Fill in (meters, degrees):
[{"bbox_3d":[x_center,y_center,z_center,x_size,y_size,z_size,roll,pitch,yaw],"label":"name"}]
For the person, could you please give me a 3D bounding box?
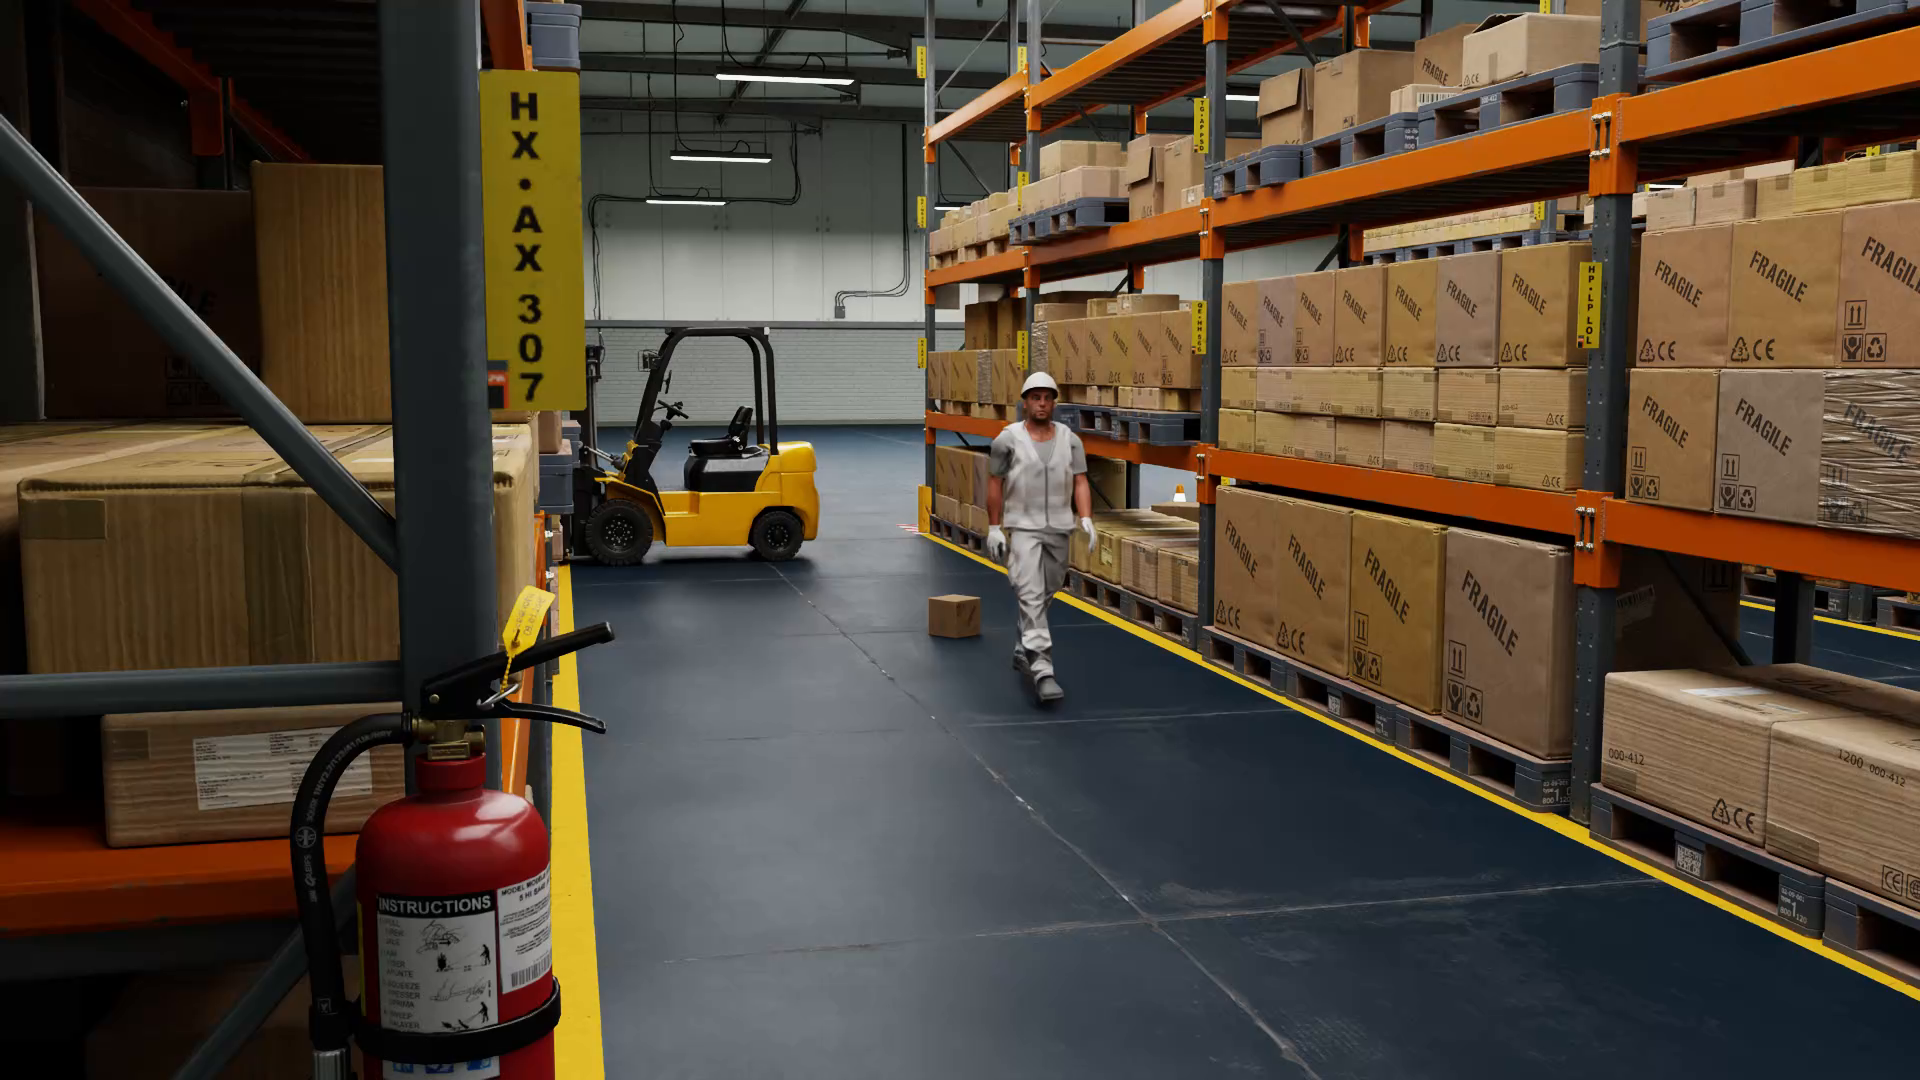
[{"bbox_3d":[0.468,-0.054,9.091,0.542,1.725,1.042,-2,6,-17],"label":"person"}]
